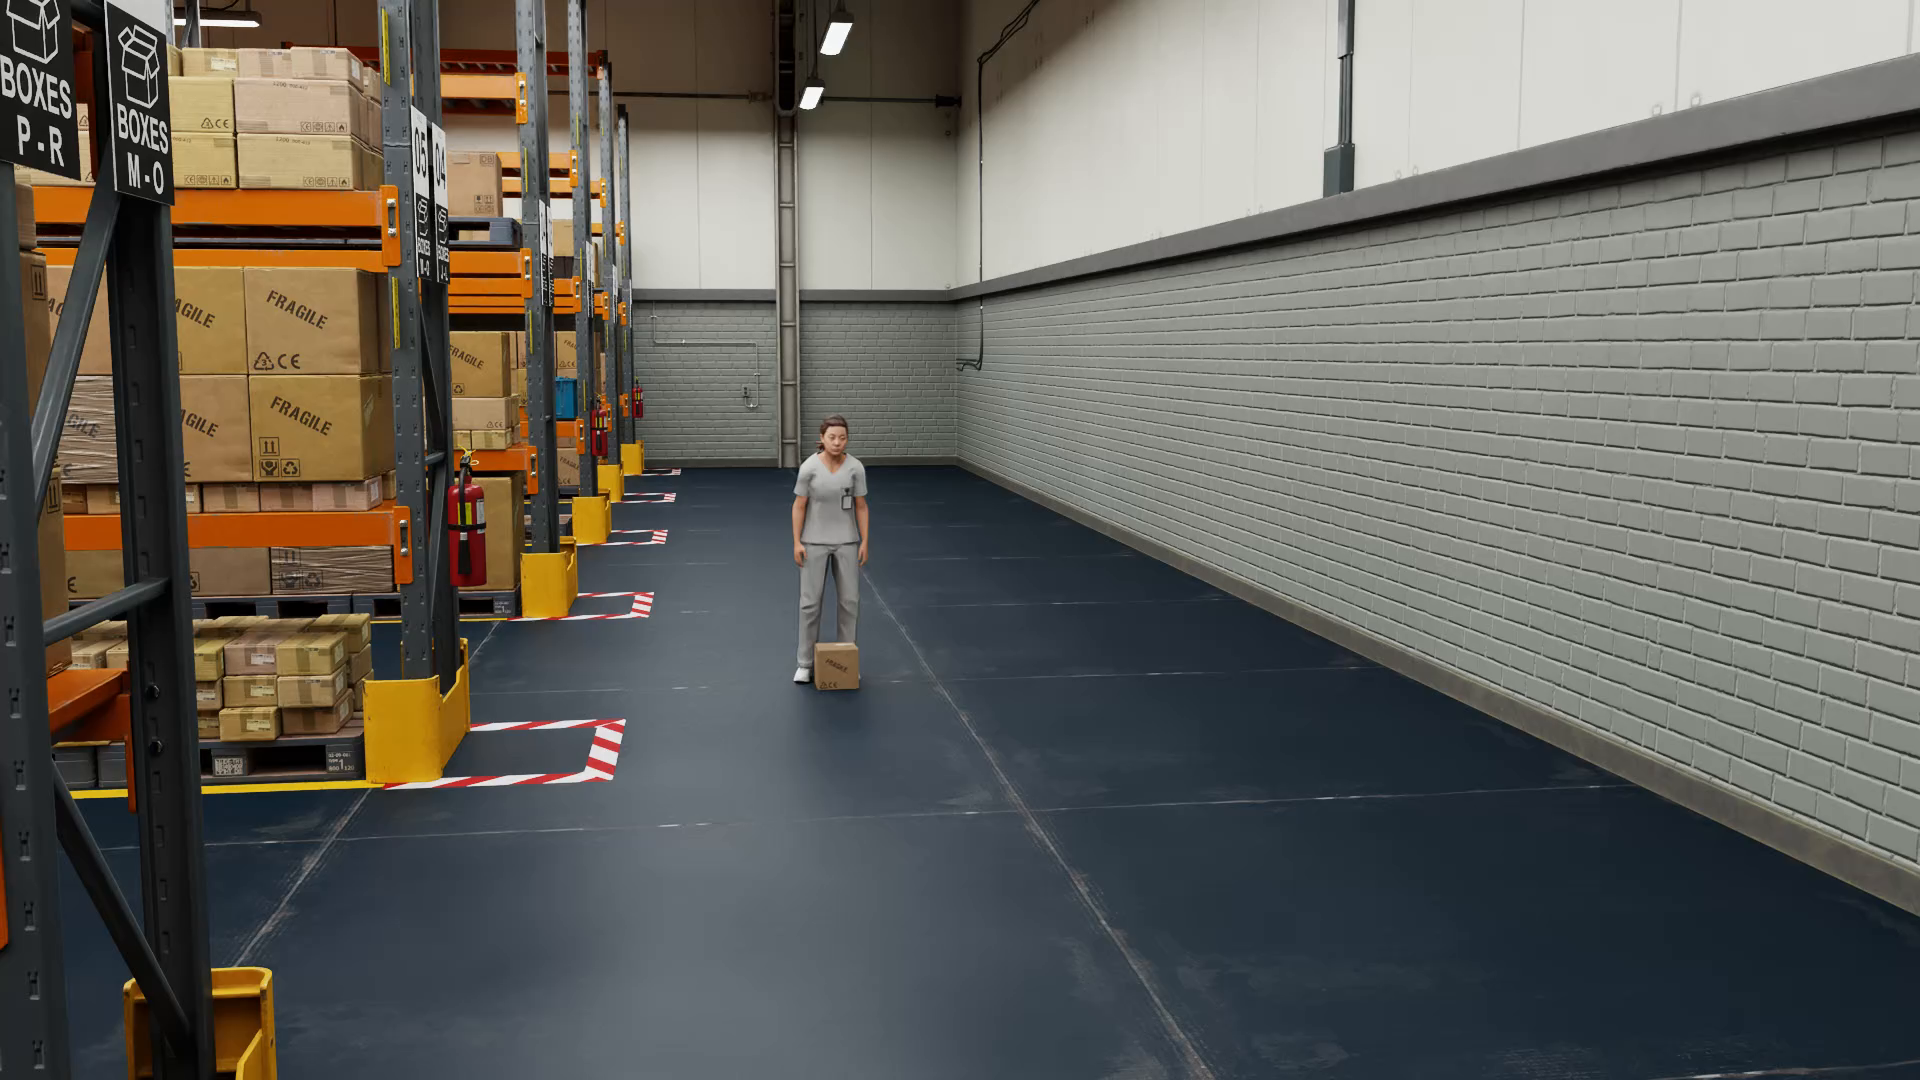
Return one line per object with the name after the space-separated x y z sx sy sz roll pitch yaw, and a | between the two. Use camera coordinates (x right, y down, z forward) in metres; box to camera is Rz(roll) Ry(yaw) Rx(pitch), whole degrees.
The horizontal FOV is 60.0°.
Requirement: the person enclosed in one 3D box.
-0.805 0.044 10.424 0.514 1.672 0.357 -1 7 -12 | person
